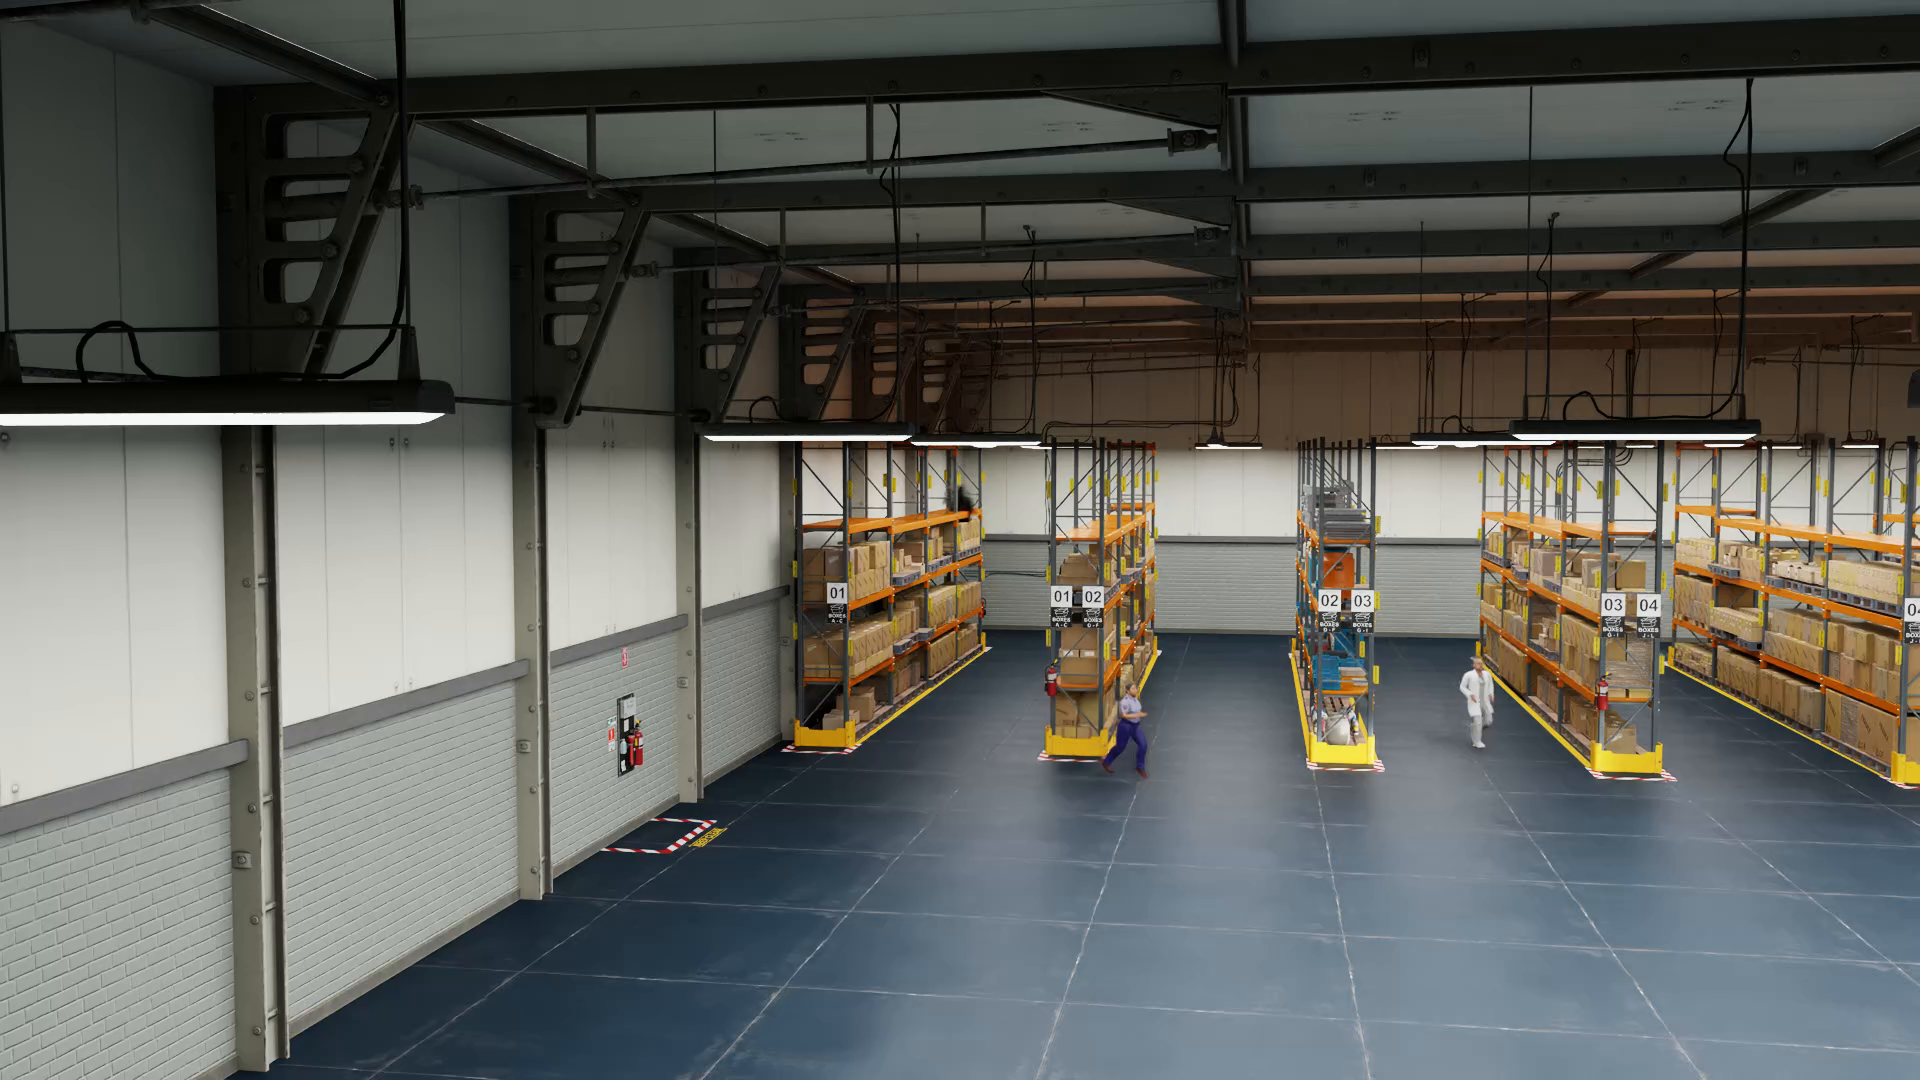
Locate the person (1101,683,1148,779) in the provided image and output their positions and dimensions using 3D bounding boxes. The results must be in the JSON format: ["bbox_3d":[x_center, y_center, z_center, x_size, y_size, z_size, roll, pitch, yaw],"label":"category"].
[{"bbox_3d":[2.952,3.399,29.357,0.881,1.610,0.610,3,4,40],"label":"person"}]

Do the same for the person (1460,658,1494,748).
[{"bbox_3d":[10.028,3.149,32.169,0.689,1.730,0.632,0,3,-8],"label":"person"}]

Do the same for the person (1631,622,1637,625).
[{"bbox_3d":[18.370,2.561,45.474,0.740,1.517,0.614,-2,4,-39],"label":"person"}]
